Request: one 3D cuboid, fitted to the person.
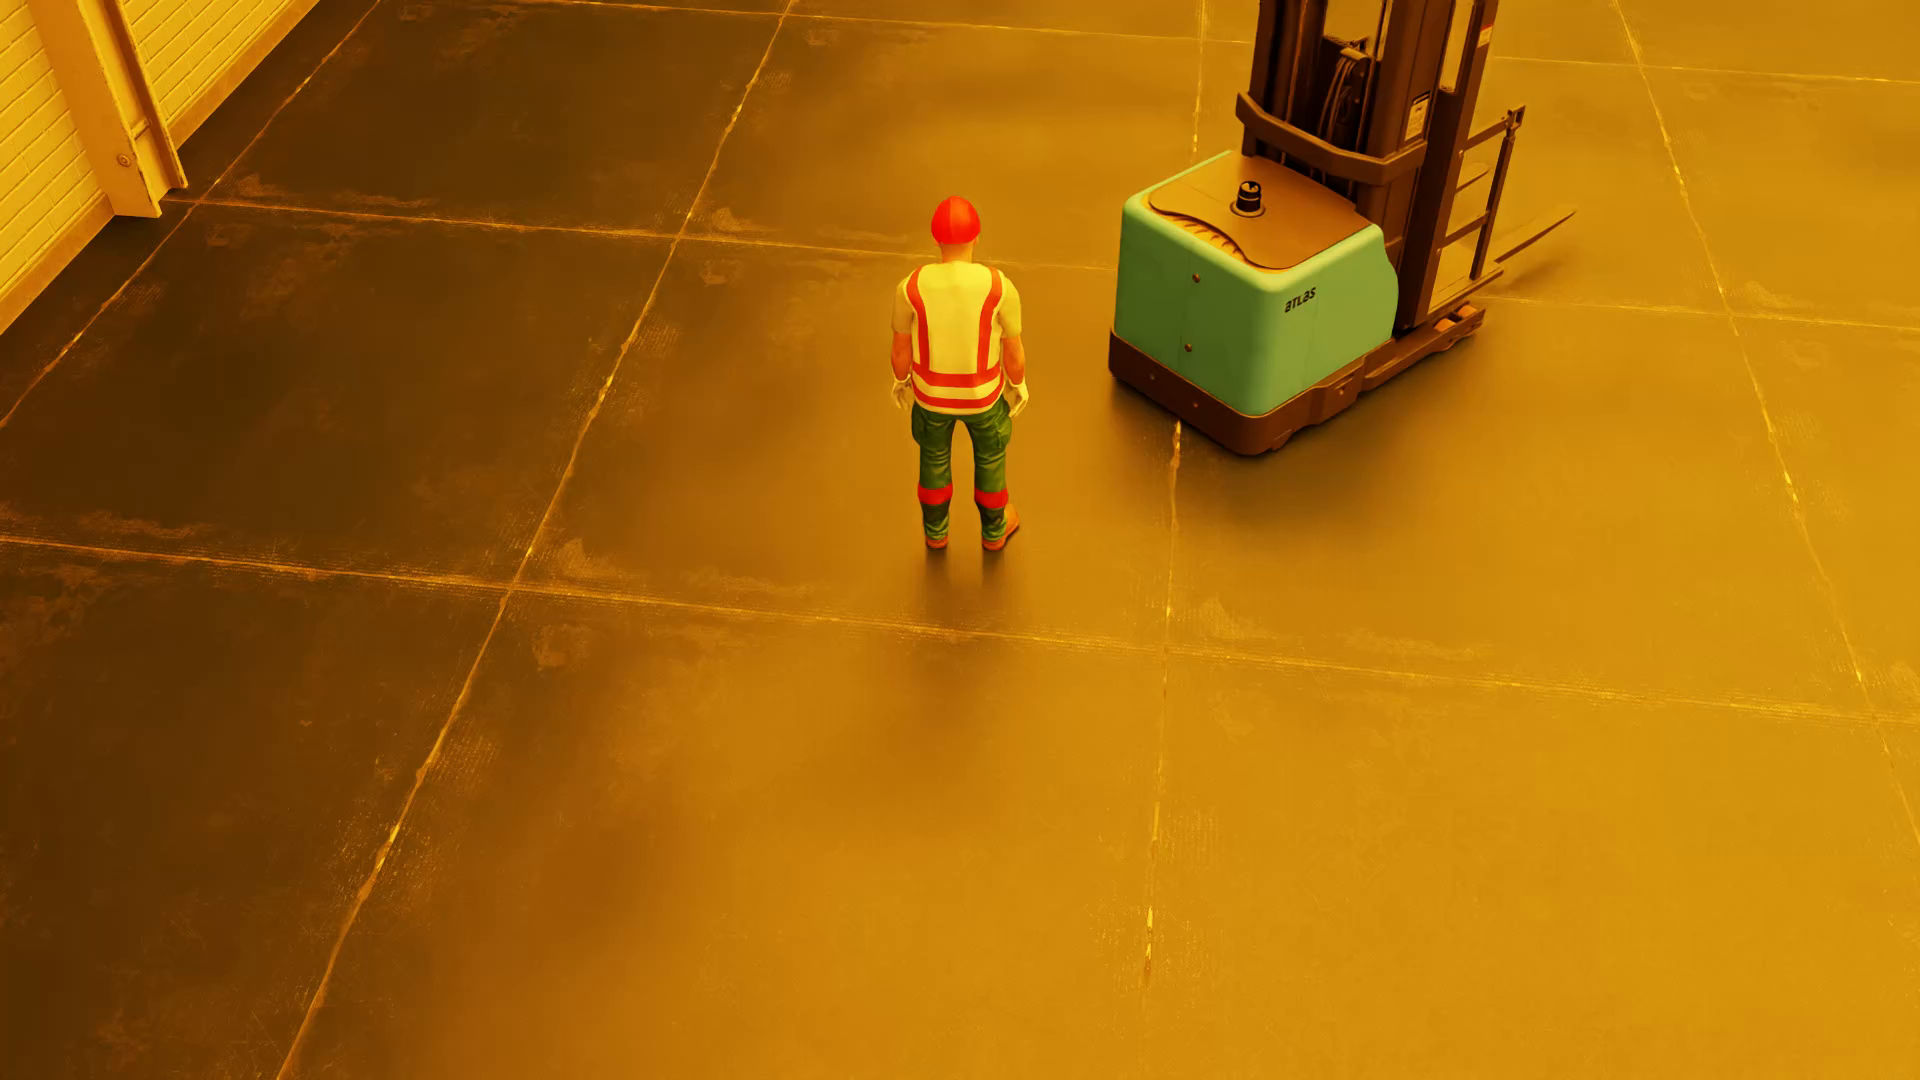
[{"bbox_3d":[-0.002,-0.684,7.324,0.608,1.778,0.450,4,43,4],"label":"person"}]

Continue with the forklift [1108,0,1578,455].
[{"bbox_3d":[2.228,-2.352,8.285,3.031,2.935,1.130,-30,50,-29],"label":"forklift"}]
